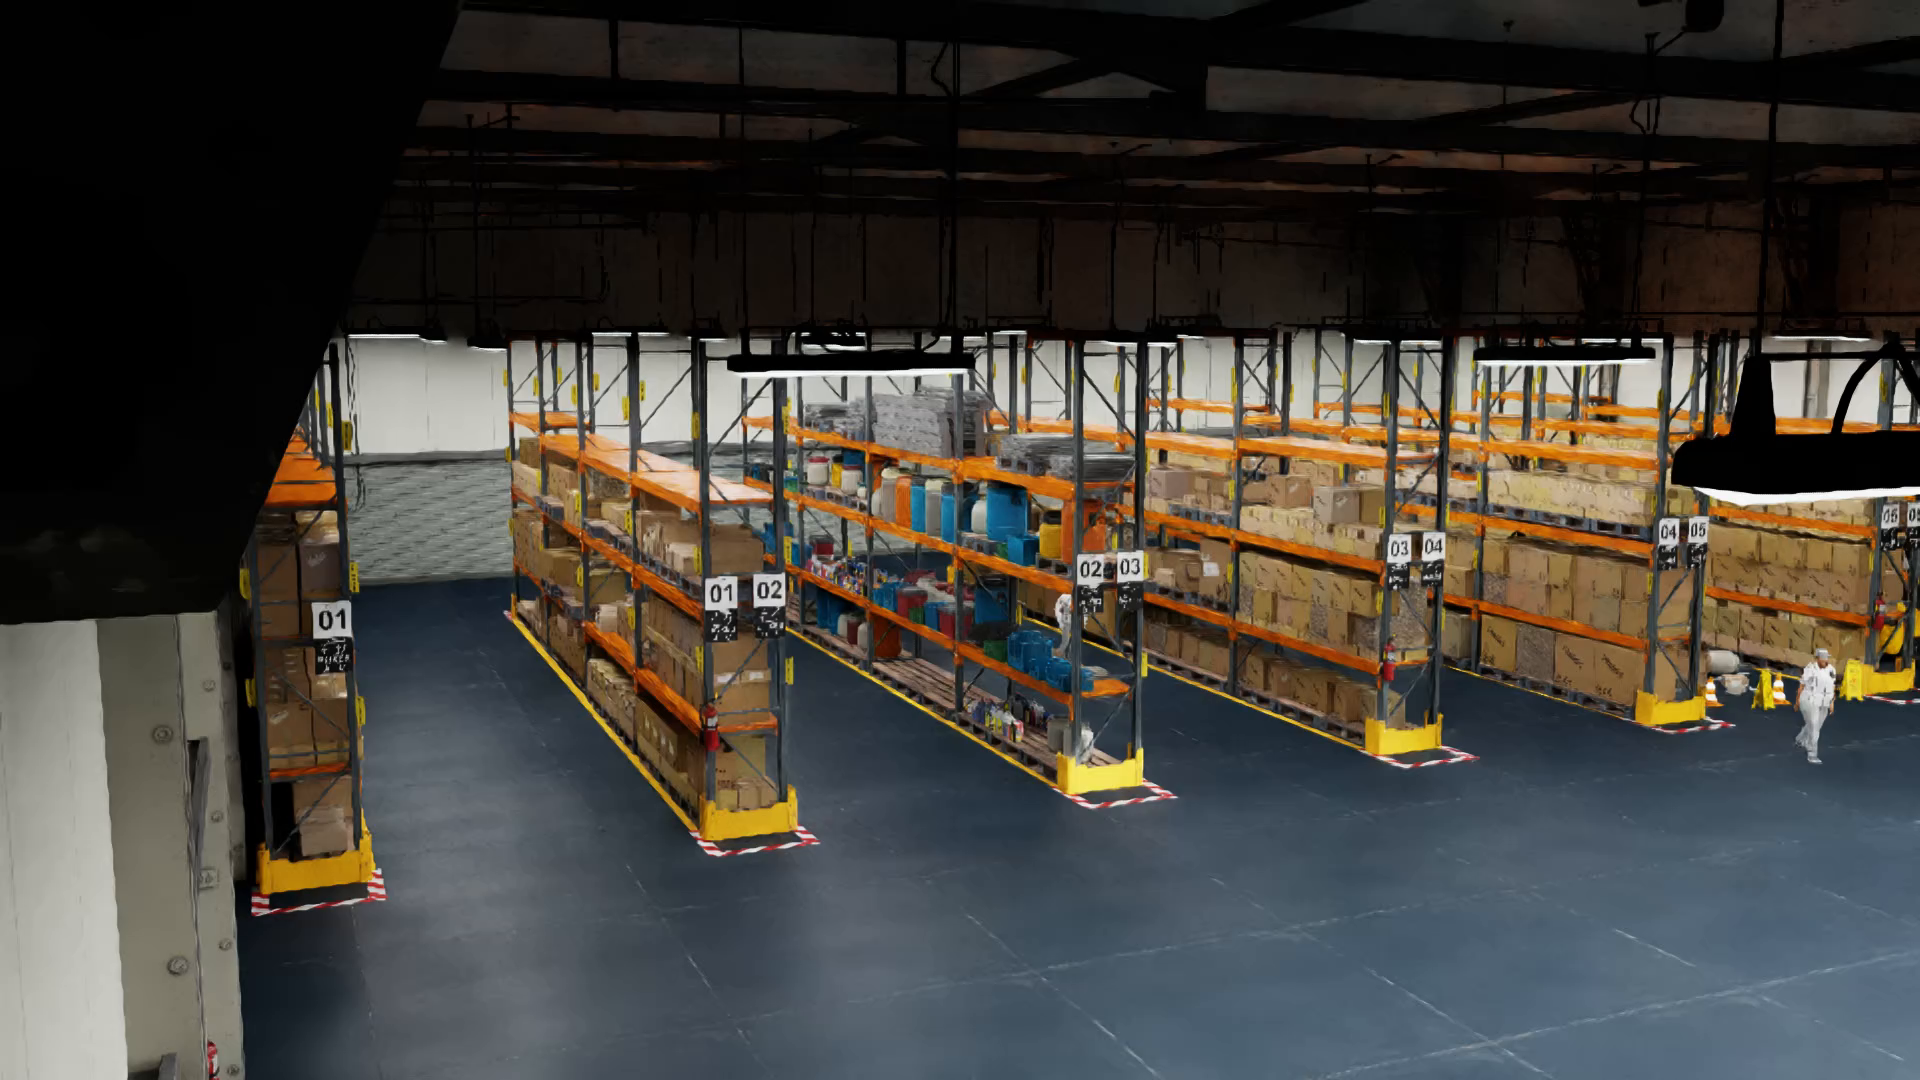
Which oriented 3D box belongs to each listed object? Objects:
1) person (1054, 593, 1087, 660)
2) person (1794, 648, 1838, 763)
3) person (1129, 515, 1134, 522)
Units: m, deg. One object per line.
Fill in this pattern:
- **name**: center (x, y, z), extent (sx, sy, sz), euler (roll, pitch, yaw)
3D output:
- **person**: center (1.989, 1.470, 29.903), extent (0.634, 1.633, 0.507), euler (-4, 9, -25)
- **person**: center (12.214, 2.309, 23.726), extent (0.502, 1.609, 0.891), euler (-1, 8, -6)
- **person**: center (4.810, -0.551, 44.638), extent (0.523, 1.625, 0.913), euler (1, 8, 5)
